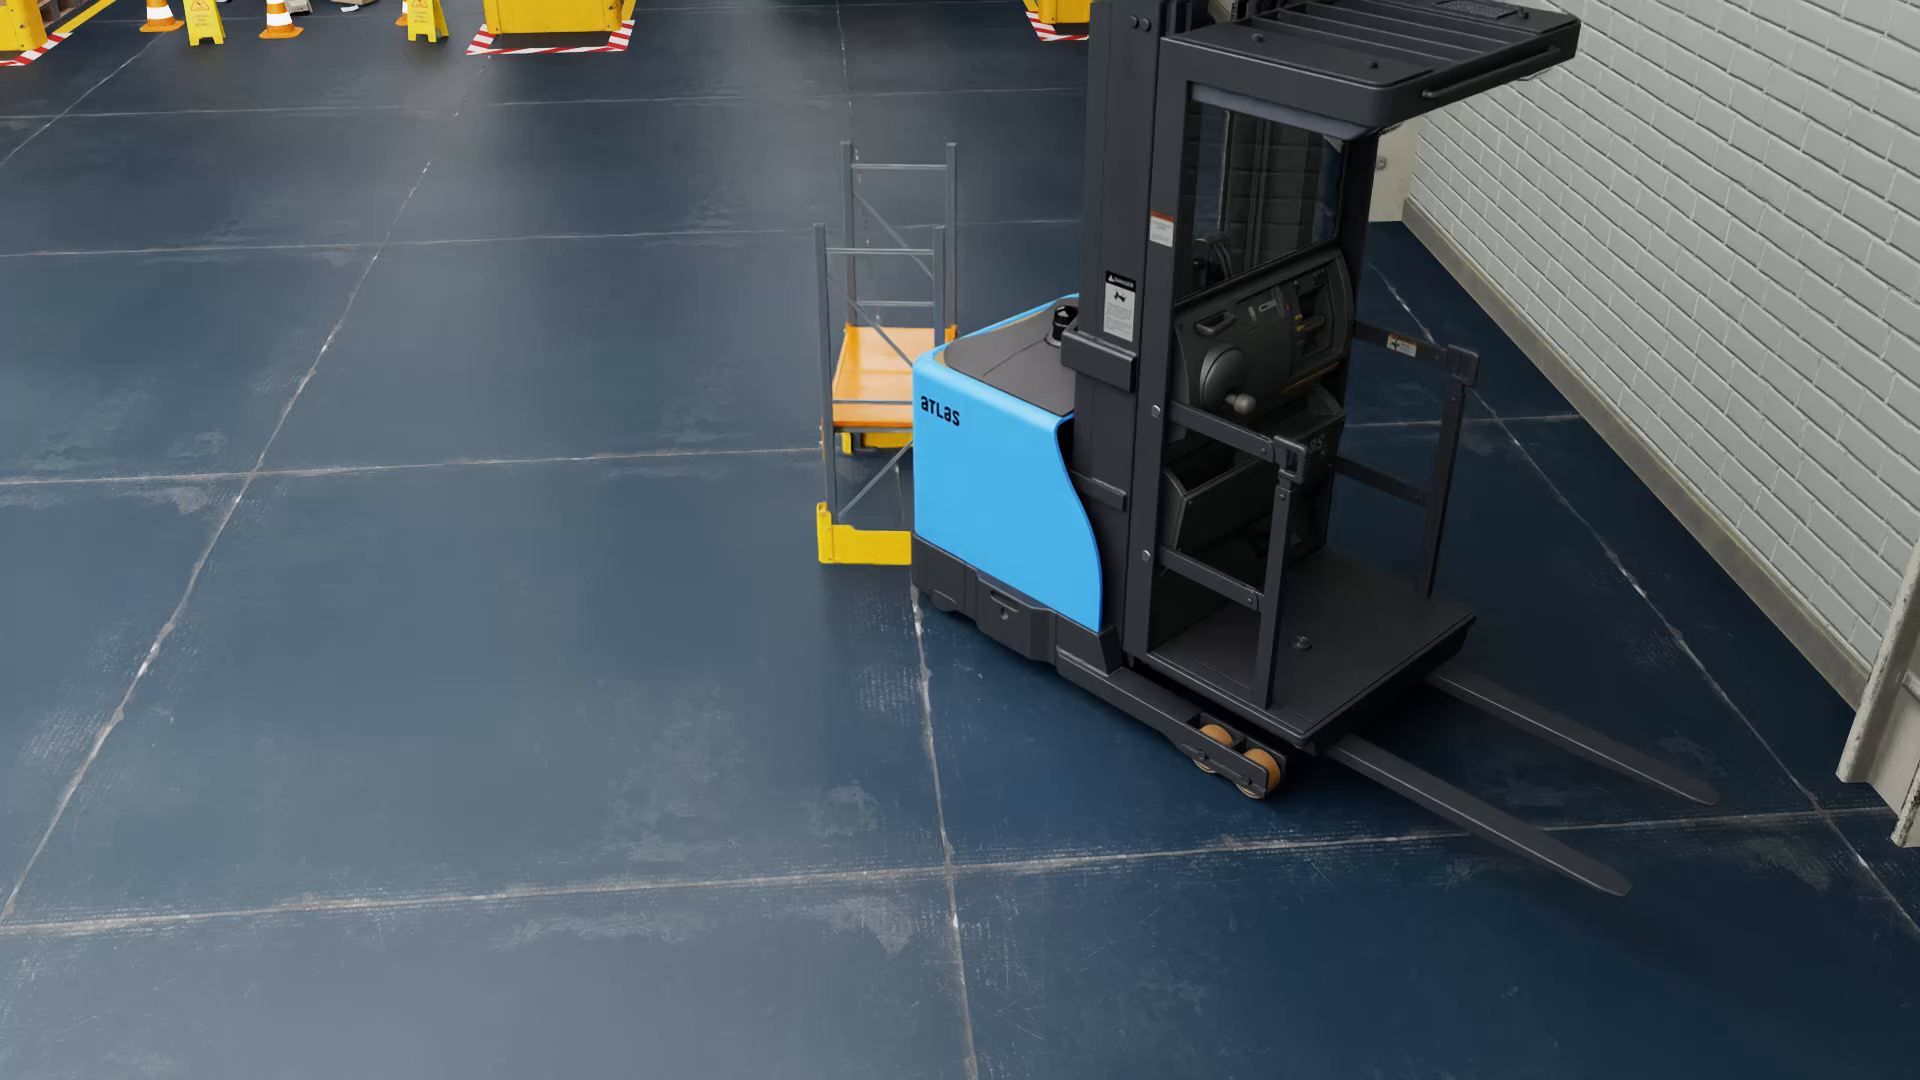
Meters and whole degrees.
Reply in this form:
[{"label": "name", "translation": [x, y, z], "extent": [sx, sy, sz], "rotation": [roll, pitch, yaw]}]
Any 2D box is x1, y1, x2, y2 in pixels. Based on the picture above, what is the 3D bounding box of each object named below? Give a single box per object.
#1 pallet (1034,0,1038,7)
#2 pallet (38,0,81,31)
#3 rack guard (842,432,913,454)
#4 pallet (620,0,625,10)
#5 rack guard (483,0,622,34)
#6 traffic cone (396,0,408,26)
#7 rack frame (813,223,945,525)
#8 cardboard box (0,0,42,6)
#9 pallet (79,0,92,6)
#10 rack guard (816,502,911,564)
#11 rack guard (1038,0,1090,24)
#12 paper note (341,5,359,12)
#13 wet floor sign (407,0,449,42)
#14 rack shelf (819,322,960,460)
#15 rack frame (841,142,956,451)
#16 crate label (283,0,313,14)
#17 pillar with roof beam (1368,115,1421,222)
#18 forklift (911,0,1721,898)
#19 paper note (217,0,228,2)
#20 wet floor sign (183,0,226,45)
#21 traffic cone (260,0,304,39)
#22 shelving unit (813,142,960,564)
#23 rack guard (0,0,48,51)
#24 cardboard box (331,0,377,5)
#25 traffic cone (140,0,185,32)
[{"label": "pallet", "translation": [1.195, -5.292, 15.904], "extent": [1.003, 0.211, 1.213], "rotation": [-3, 31, -5]}, {"label": "pallet", "translation": [-8.705, -4.780, 15.046], "extent": [1.003, 0.211, 1.213], "rotation": [-3, 31, -5]}, {"label": "rack guard", "translation": [-0.267, -0.536, 7.904], "extent": [0.587, 0.250, 0.087], "rotation": [1, 31, 2]}, {"label": "pallet", "translation": [-3.681, -5.119, 15.615], "extent": [1.003, 0.211, 1.213], "rotation": [-3, 31, -5]}, {"label": "rack guard", "translation": [-3.640, -4.827, 14.843], "extent": [1.175, 0.500, 0.348], "rotation": [-3, 31, -5]}, {"label": "traffic cone", "translation": [-4.958, -4.930, 15.052], "extent": [0.336, 0.463, 0.334], "rotation": [-3, 31, -5]}, {"label": "rack frame", "translation": [-0.309, -0.553, 6.713], "extent": [0.500, 1.500, 0.032], "rotation": [1, 31, 2]}, {"label": "cardboard box", "translation": [-8.681, -5.184, 14.665], "extent": [0.875, 0.875, 0.875], "rotation": [-3, 31, -4]}, {"label": "pallet", "translation": [-8.816, -5.401, 16.087], "extent": [1.003, 0.211, 1.213], "rotation": [-3, 31, -5]}, {"label": "rack guard", "translation": [-0.308, -0.026, 7.050], "extent": [0.587, 0.250, 0.087], "rotation": [1, 31, 2]}, {"label": "rack guard", "translation": [1.311, -5.015, 15.159], "extent": [1.175, 0.500, 0.348], "rotation": [-3, 31, -5]}, {"label": "paper note", "translation": [-5.703, -4.974, 15.547], "extent": [0.148, 0.019, 0.142], "rotation": [-14, 33, -22]}, {"label": "wet floor sign", "translation": [-4.681, -4.702, 14.493], "extent": [0.267, 0.644, 0.232], "rotation": [8, 32, 13]}, {"label": "rack shelf", "translation": [-0.288, -0.659, 7.241], "extent": [0.538, 0.185, 1.000], "rotation": [1, 31, 2]}, {"label": "rack frame", "translation": [-0.267, -1.074, 7.585], "extent": [0.500, 1.500, 0.032], "rotation": [1, 31, 2]}, {"label": "crate label", "translation": [-6.166, -4.961, 15.423], "extent": [0.250, 0.136, 0.298], "rotation": [-20, 36, -30]}, {"label": "pillar with roof beam", "translation": [-1.585, -5.805, 8.194], "extent": [9.100, 9.000, 0.400], "rotation": [-3, 31, -5]}, {"label": "forklift", "translation": [1.187, -0.666, 5.507], "extent": [1.130, 2.935, 3.031], "rotation": [-26, 40, -37]}, {"label": "paper note", "translation": [-7.004, -5.158, 15.857], "extent": [0.144, 0.017, 0.142], "rotation": [8, 32, 13]}, {"label": "wet floor sign", "translation": [-6.578, -4.642, 14.392], "extent": [0.267, 0.644, 0.232], "rotation": [-8, 32, -13]}, {"label": "traffic cone", "translation": [-6.031, -4.703, 14.672], "extent": [0.336, 0.463, 0.334], "rotation": [-3, 31, -5]}, {"label": "shelving unit", "translation": [-0.287, -0.818, 7.157], "extent": [0.587, 1.500, 1.083], "rotation": [1, 31, 2]}, {"label": "rack guard", "translation": [-8.550, -4.487, 14.274], "extent": [1.175, 0.500, 0.348], "rotation": [-3, 31, -5]}, {"label": "cardboard box", "translation": [-5.767, -5.209, 15.826], "extent": [0.380, 0.149, 0.250], "rotation": [13, 33, 21]}, {"label": "traffic cone", "translation": [-7.188, -4.822, 14.872], "extent": [0.336, 0.463, 0.334], "rotation": [-3, 31, -5]}]
